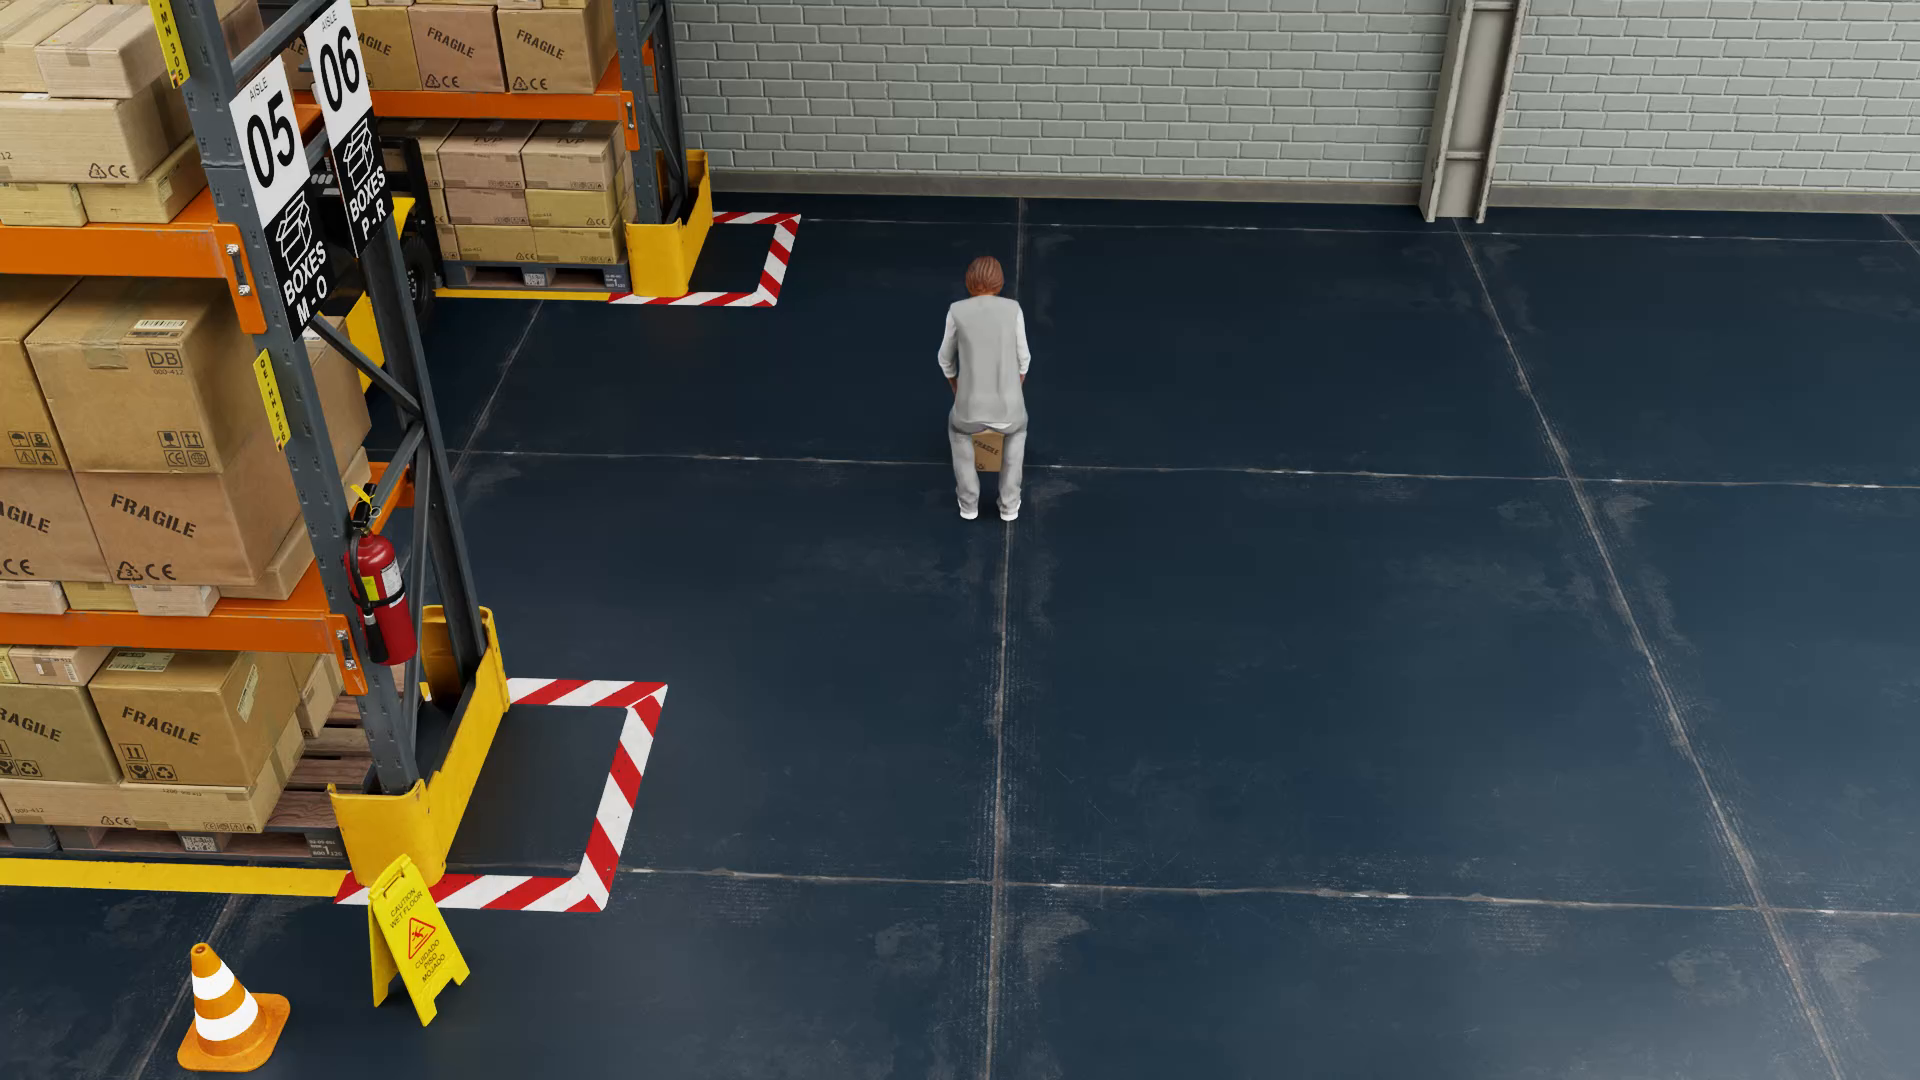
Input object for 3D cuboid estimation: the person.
[{"bbox_3d":[0.117,-0.720,8.343,0.462,1.325,0.640,2,36,2],"label":"person"}]
